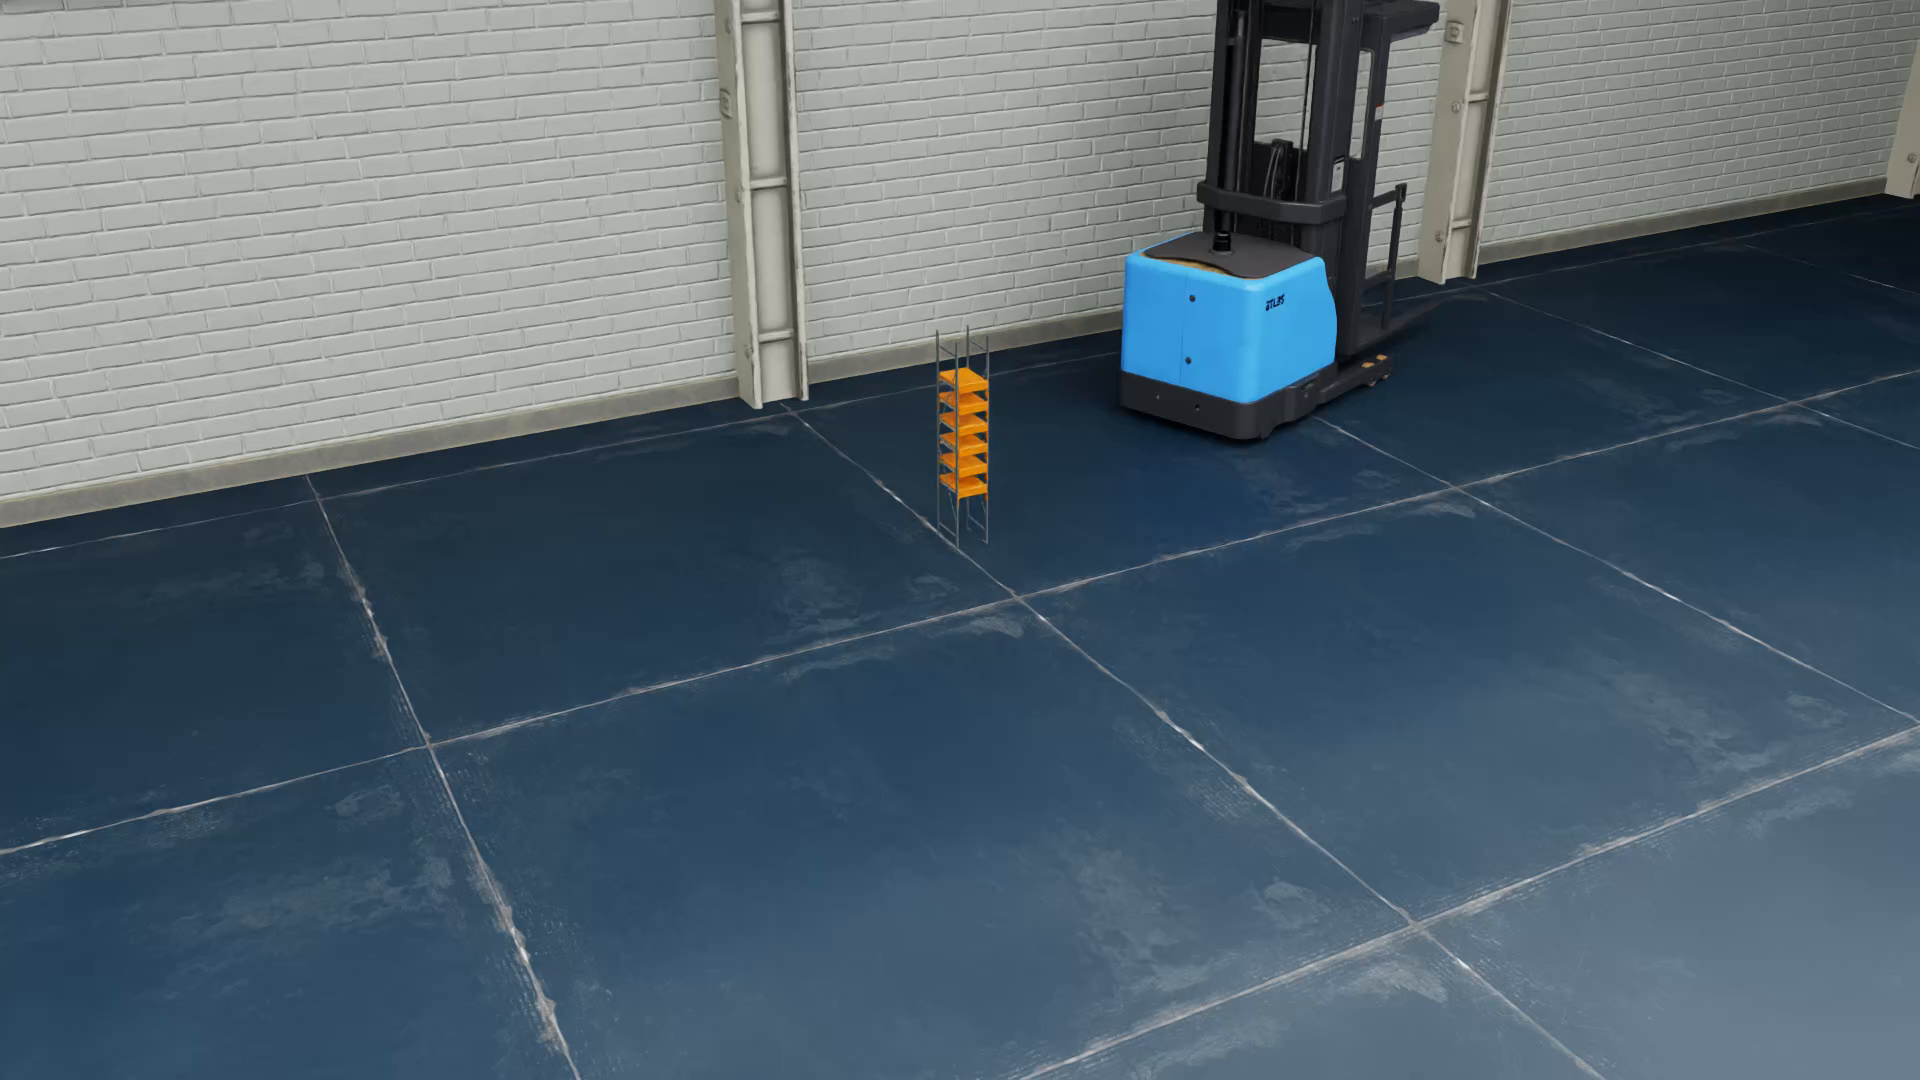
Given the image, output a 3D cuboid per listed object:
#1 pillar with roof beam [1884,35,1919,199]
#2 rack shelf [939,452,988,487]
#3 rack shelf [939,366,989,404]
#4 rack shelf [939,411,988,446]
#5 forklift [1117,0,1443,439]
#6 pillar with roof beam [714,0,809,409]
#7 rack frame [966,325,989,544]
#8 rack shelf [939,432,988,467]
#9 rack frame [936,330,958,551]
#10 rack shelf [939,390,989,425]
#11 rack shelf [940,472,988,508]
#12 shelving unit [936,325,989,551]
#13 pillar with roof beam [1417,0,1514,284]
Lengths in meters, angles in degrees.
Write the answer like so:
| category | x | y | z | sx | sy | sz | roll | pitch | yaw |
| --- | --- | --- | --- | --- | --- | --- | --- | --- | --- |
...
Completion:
| category | x | y | z | sx | sy | sz | roll | pitch | yaw |
| --- | --- | --- | --- | --- | --- | --- | --- | --- | --- |
| pillar with roof beam | 11.352 | -5.824 | 10.983 | 0.400 | 9.000 | 9.100 | -13 | 29 | -25 |
| rack shelf | 0.013 | -0.396 | 9.068 | 0.180 | 0.103 | 0.258 | -13 | 29 | -25 |
| rack shelf | 0.013 | -0.828 | 8.860 | 0.180 | 0.103 | 0.258 | -13 | 29 | -25 |
| rack shelf | 0.013 | -0.612 | 8.964 | 0.180 | 0.103 | 0.258 | -13 | 29 | -25 |
| forklift | 2.379 | -2.508 | 11.087 | 1.130 | 2.935 | 3.031 | 21 | 32 | 36 |
| pillar with roof beam | 0.763 | -3.380 | 5.892 | 0.400 | 9.000 | 9.100 | -13 | 29 | -25 |
| rack frame | 0.094 | -0.562 | 9.035 | 0.006 | 1.200 | 0.240 | -13 | 29 | -25 |
| rack shelf | 0.013 | -0.504 | 9.016 | 0.180 | 0.103 | 0.258 | -13 | 29 | -25 |
| rack frame | -0.068 | -0.525 | 8.958 | 0.006 | 1.200 | 0.240 | -13 | 29 | -25 |
| rack shelf | 0.013 | -0.720 | 8.912 | 0.180 | 0.103 | 0.258 | -13 | 29 | -25 |
| rack shelf | 0.013 | -0.287 | 9.120 | 0.180 | 0.103 | 0.258 | -13 | 29 | -25 |
| shelving unit | 0.013 | -0.544 | 8.996 | 0.189 | 1.200 | 0.258 | -13 | 29 | -25 |
| pillar with roof beam | 6.057 | -4.602 | 8.438 | 0.400 | 9.000 | 9.100 | -13 | 29 | -25 |
